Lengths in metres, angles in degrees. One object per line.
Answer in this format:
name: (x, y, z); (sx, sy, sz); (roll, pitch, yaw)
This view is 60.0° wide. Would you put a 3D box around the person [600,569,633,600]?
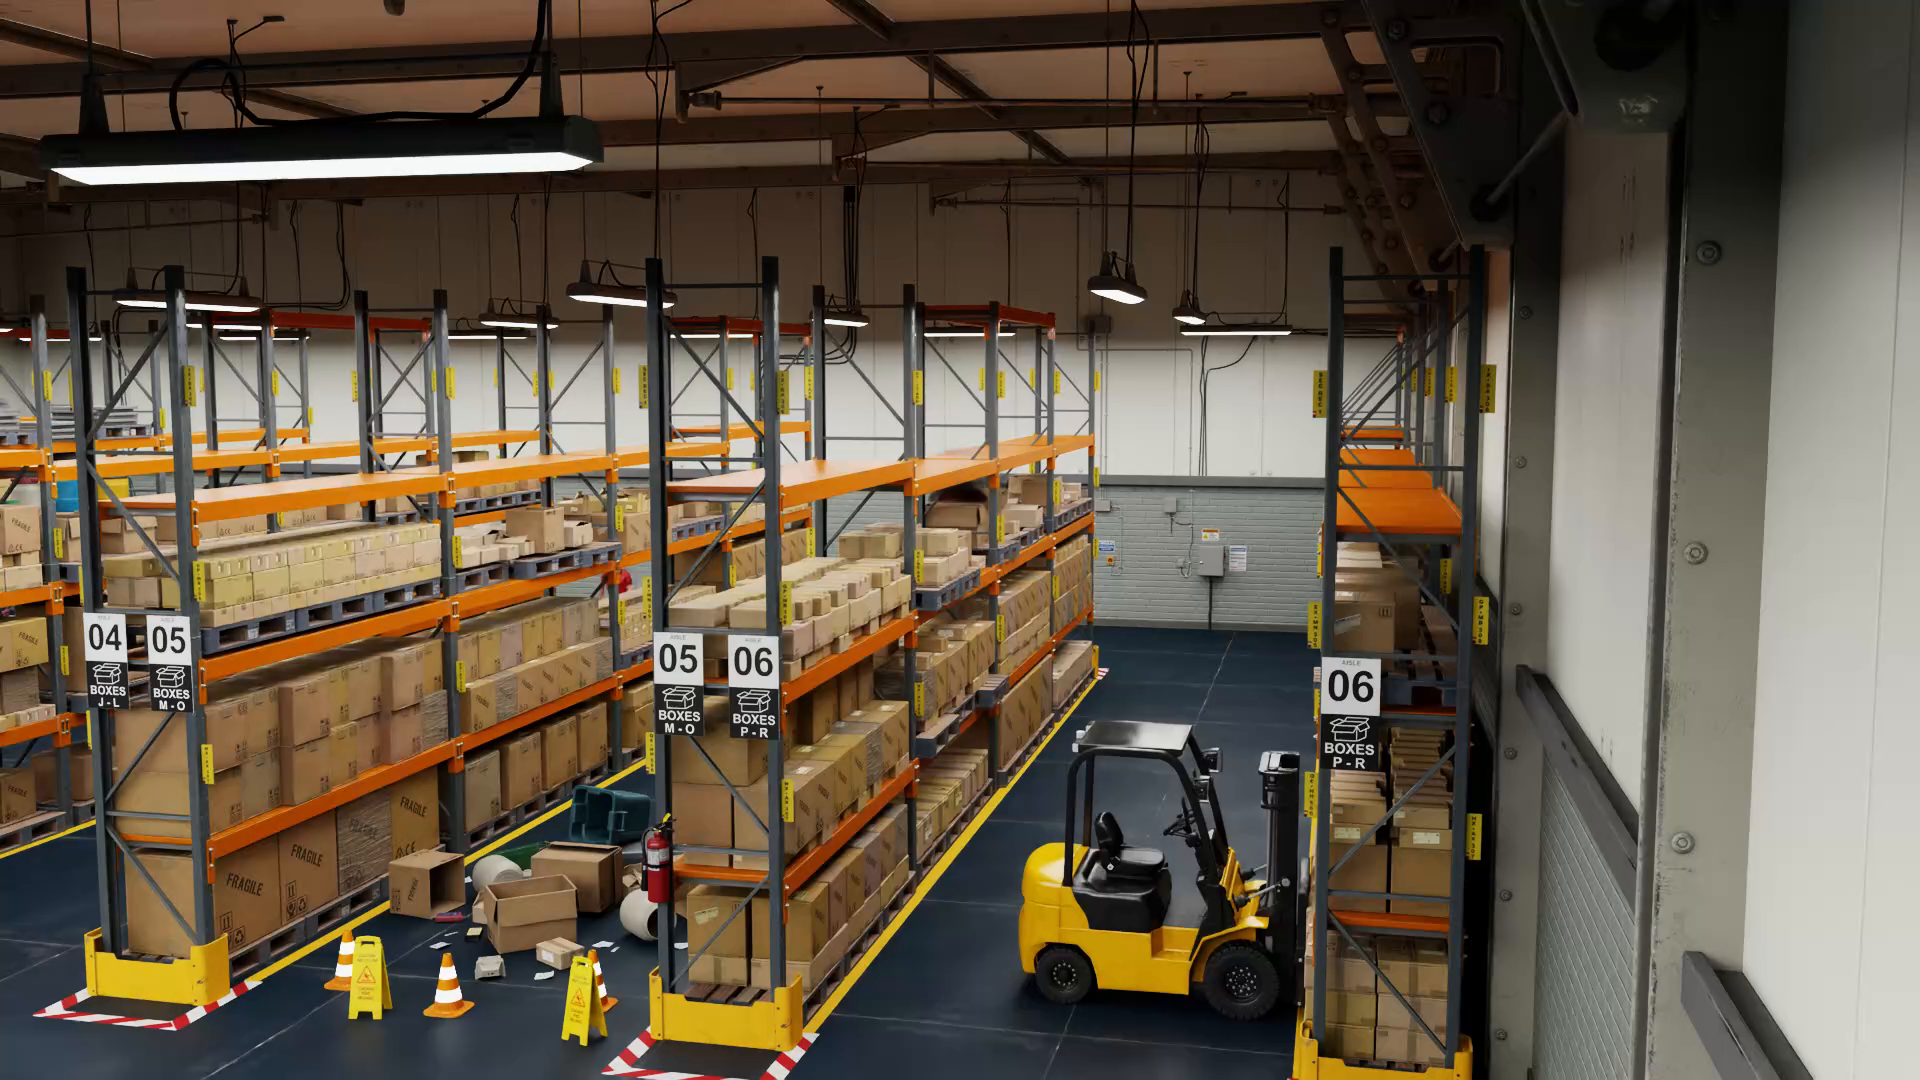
person: (-6.476, 1.179, 31.290); (0.705, 1.716, 0.995); (1, 6, 12)
